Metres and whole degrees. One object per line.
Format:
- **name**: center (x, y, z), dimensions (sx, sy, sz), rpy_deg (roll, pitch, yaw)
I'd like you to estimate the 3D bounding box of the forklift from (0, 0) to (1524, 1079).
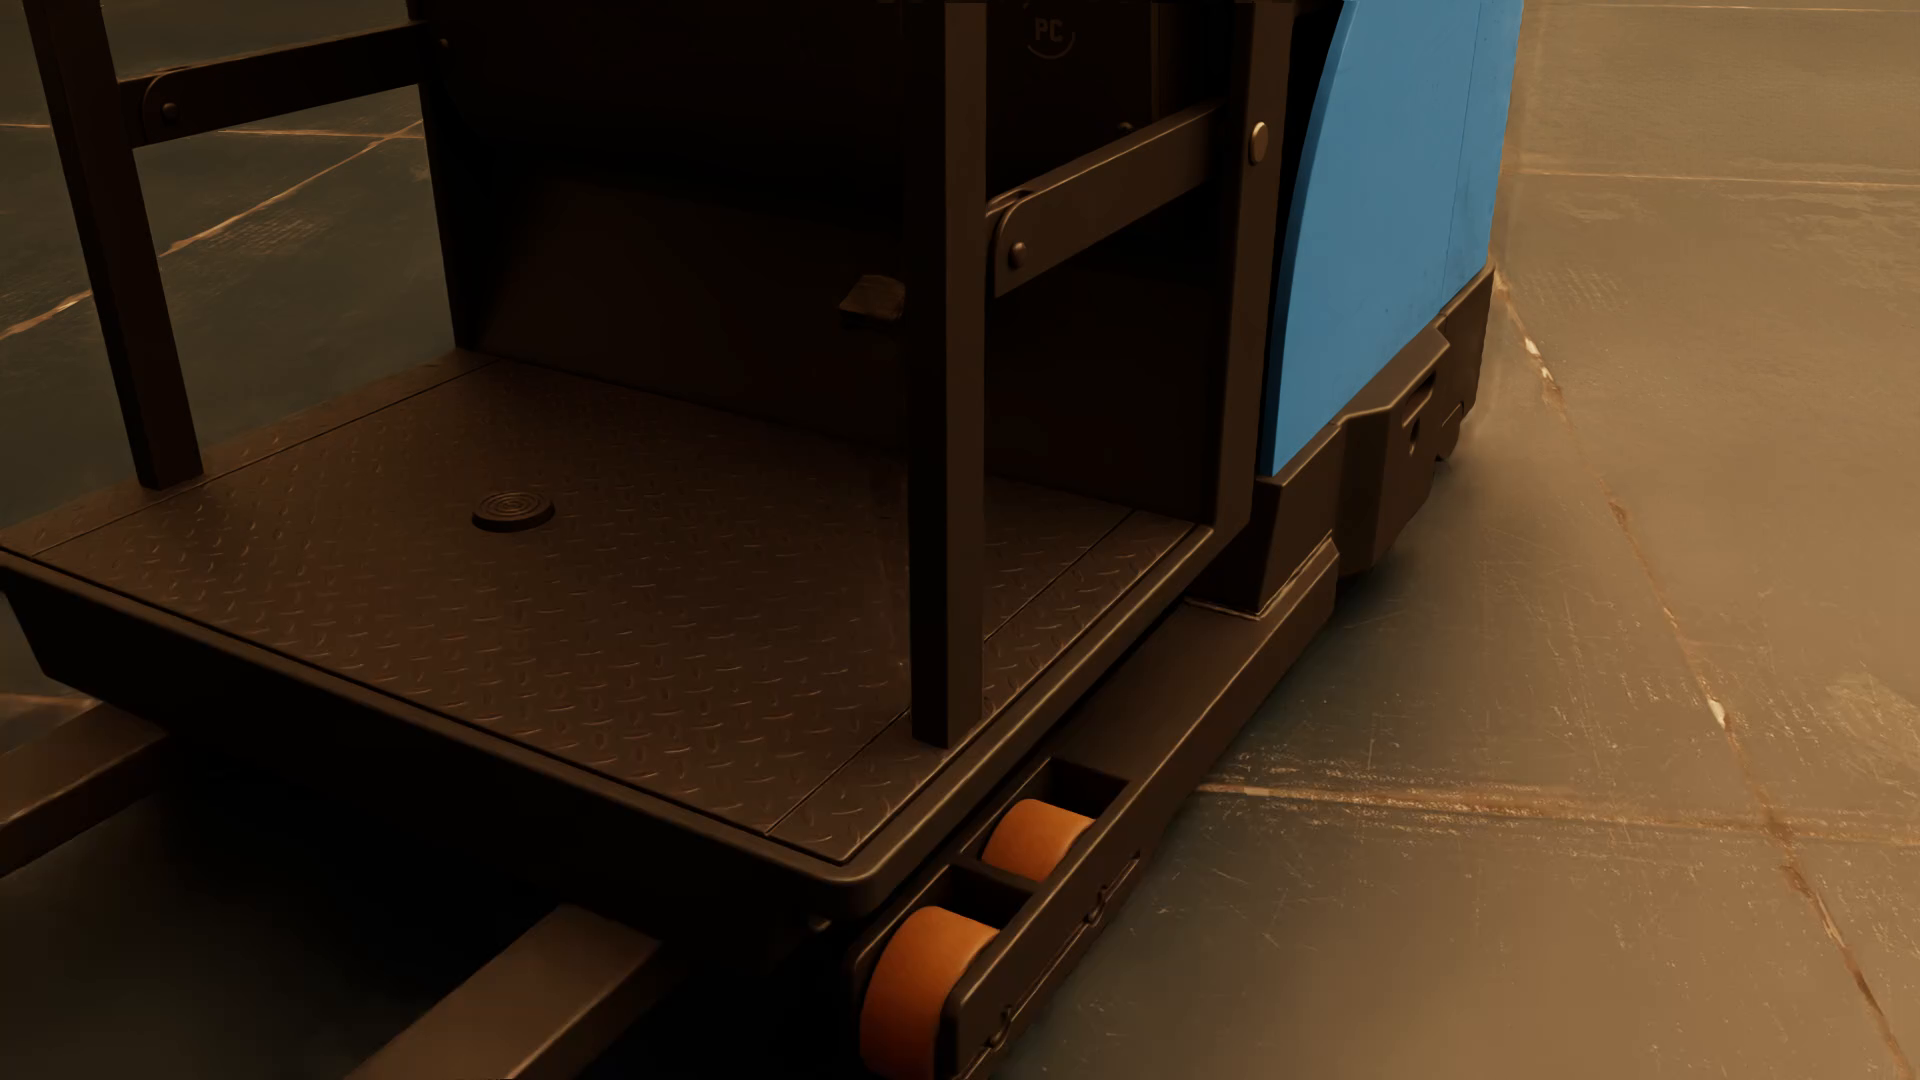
- **forklift**: center (-0.305, -1.046, 1.313), dimensions (1.130, 2.935, 3.031), rpy_deg (15, 30, 27)
